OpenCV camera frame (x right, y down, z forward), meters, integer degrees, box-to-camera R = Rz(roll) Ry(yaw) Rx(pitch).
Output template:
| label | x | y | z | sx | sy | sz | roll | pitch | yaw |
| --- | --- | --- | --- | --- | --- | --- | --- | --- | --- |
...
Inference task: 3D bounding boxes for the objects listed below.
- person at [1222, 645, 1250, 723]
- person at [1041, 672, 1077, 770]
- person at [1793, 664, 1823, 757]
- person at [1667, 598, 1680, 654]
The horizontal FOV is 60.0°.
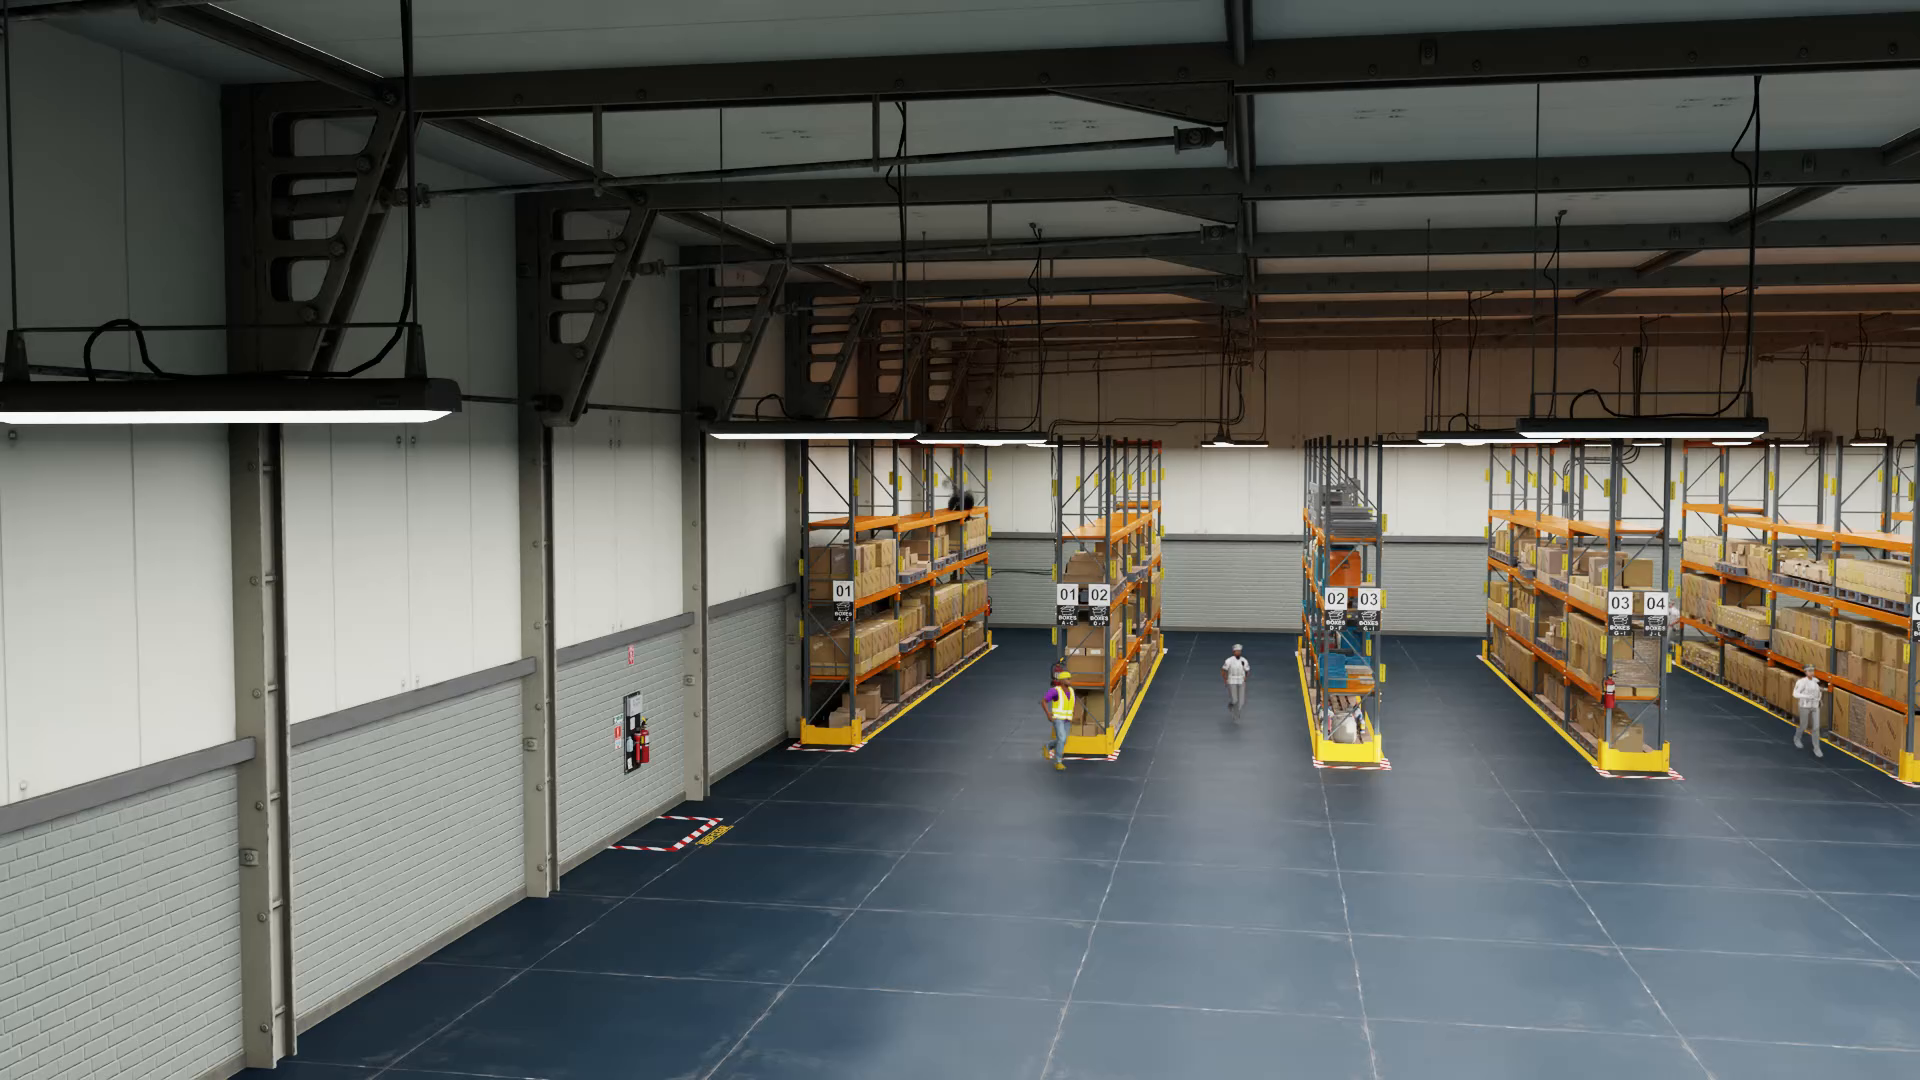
| label | x | y | z | sx | sy | sz | roll | pitch | yaw |
| --- | --- | --- | --- | --- | --- | --- | --- | --- | --- |
| person | 5.793 | 3.011 | 34.826 | 0.562 | 1.656 | 0.557 | 0 | 3 | -3 |
| person | 1.817 | 3.244 | 30.115 | 0.745 | 1.723 | 0.773 | -2 | 4 | -38 |
| person | 15.957 | 3.162 | 31.248 | 0.612 | 1.701 | 0.920 | 0 | 3 | 3 |
| person | 19.551 | 2.415 | 45.763 | 0.624 | 1.671 | 0.824 | 0 | 3 | 2 |
